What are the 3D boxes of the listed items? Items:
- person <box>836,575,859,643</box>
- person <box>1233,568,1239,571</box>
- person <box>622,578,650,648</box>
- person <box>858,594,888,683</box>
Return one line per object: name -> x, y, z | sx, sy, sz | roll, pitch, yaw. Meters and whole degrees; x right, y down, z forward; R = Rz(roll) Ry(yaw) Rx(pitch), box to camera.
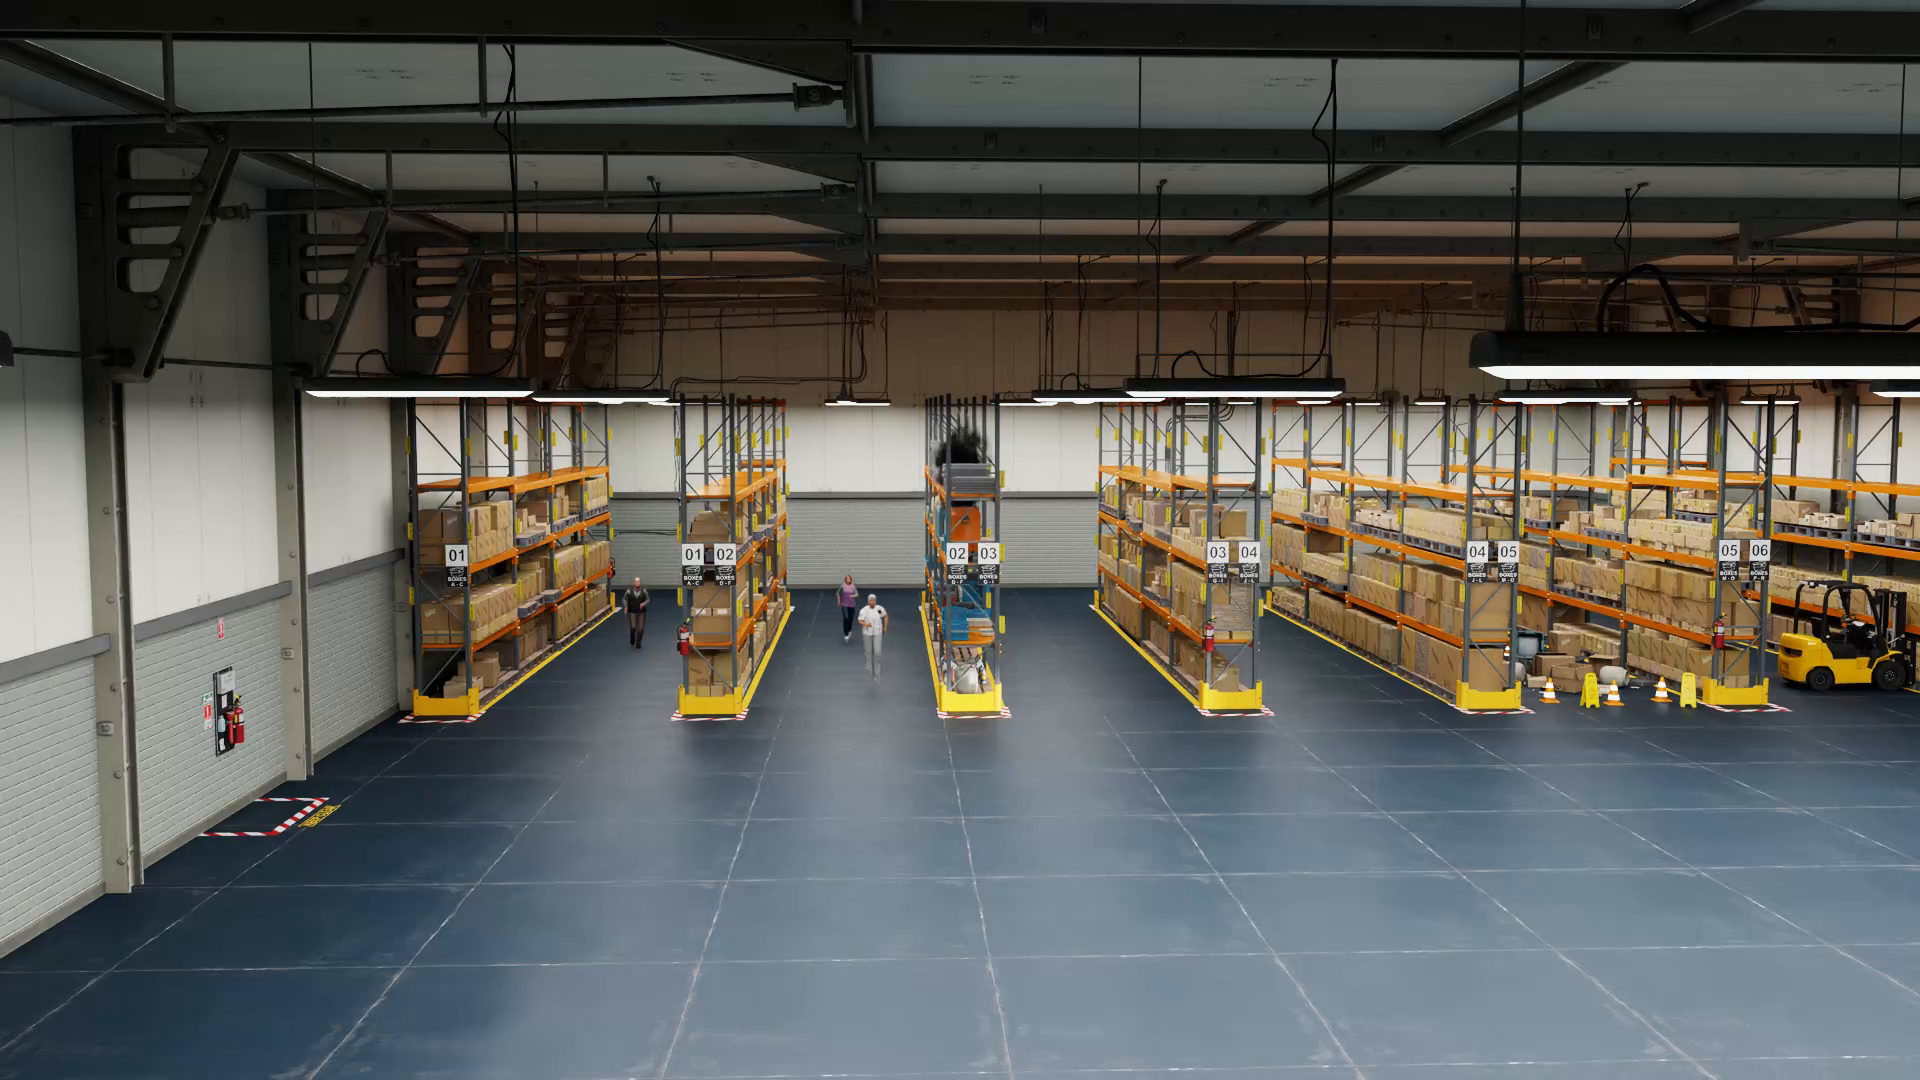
person -> -2.769, 1.672, 41.065 | 0.510, 1.642, 0.741 | -1, 5, -13
person -> 7.672, 1.247, 46.425 | 0.544, 1.634, 0.715 | 0, 5, 6
person -> -7.697, 1.748, 39.606 | 0.644, 1.680, 0.591 | -1, 5, -15
person -> -1.759, 1.986, 33.678 | 0.613, 1.791, 0.692 | 0, 5, -6
